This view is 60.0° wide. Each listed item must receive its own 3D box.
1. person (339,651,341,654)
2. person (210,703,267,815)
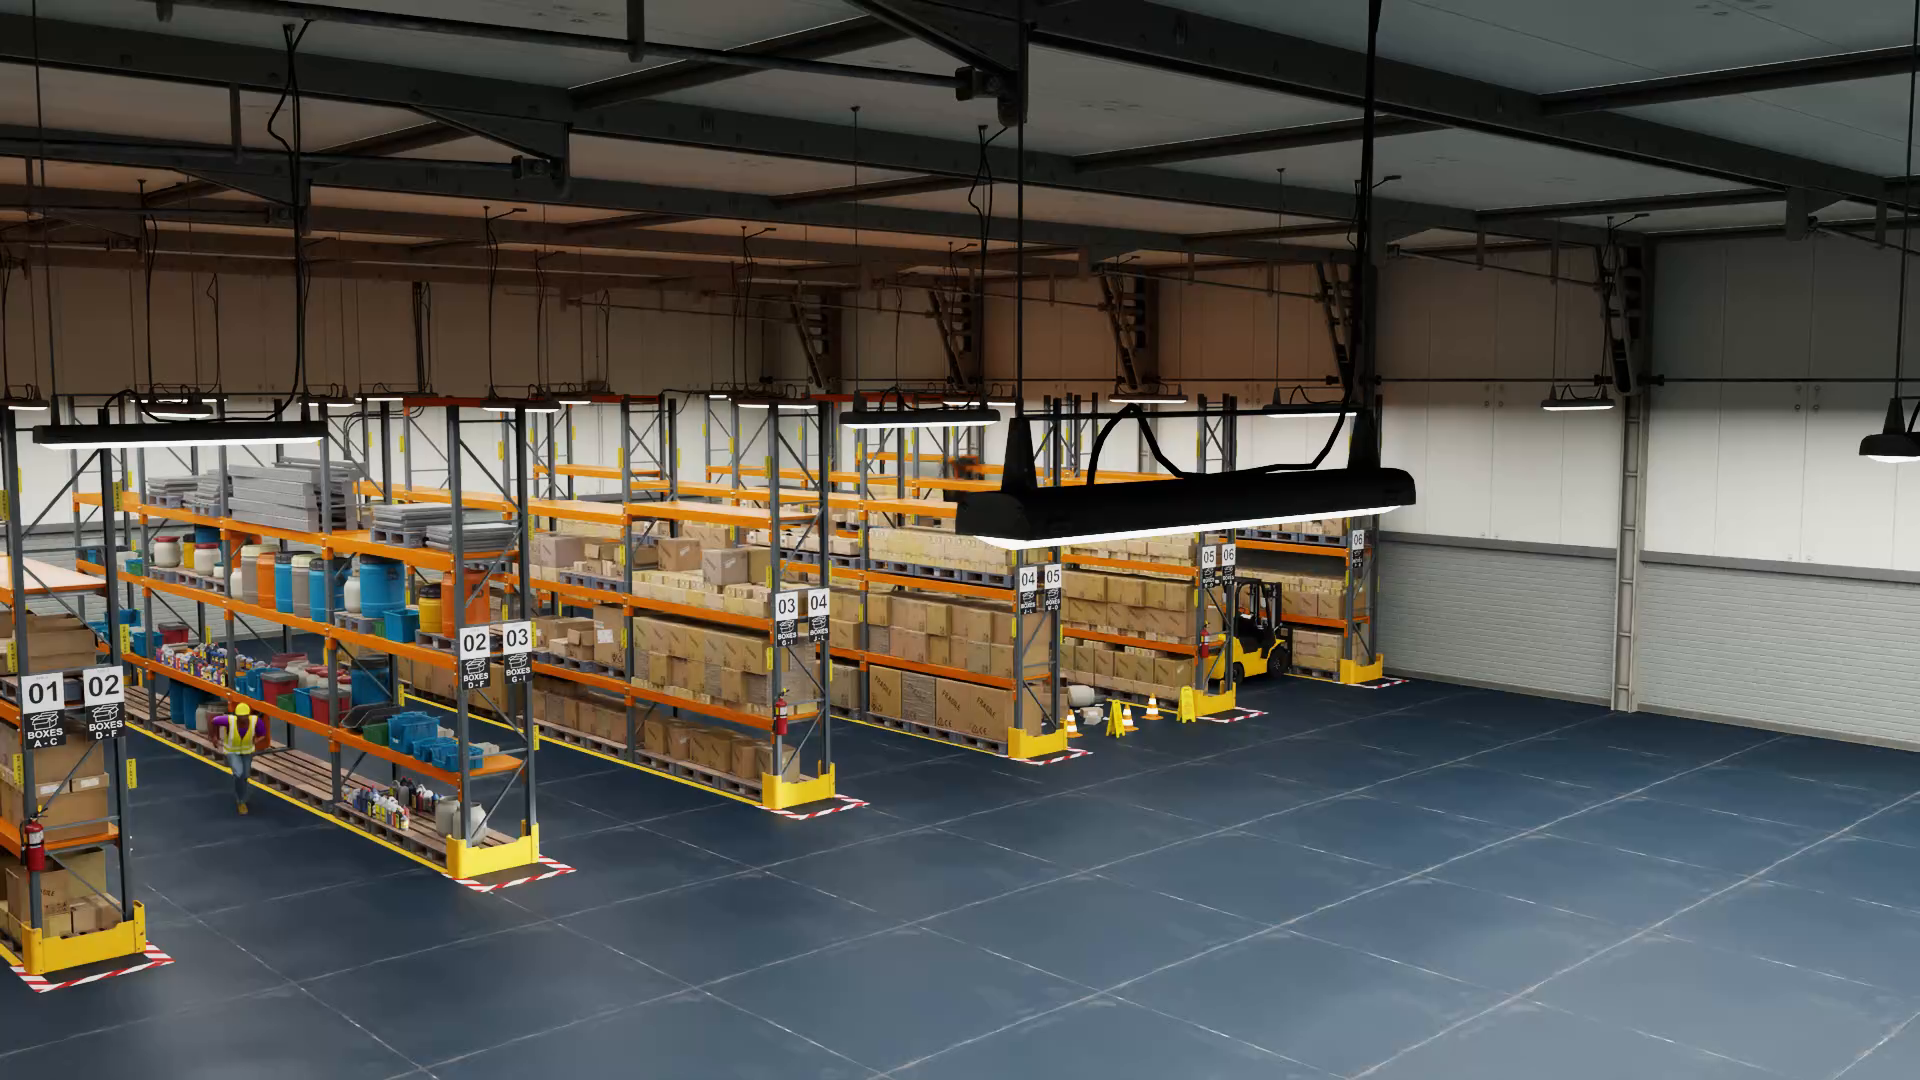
[{"bbox_3d":[-13.705,1.875,37.554,0.690,1.671,0.746,-2,6,-23],"label":"person"},{"bbox_3d":[-10.584,3.179,24.411,0.747,1.700,1.011,-4,7,-32],"label":"person"}]
